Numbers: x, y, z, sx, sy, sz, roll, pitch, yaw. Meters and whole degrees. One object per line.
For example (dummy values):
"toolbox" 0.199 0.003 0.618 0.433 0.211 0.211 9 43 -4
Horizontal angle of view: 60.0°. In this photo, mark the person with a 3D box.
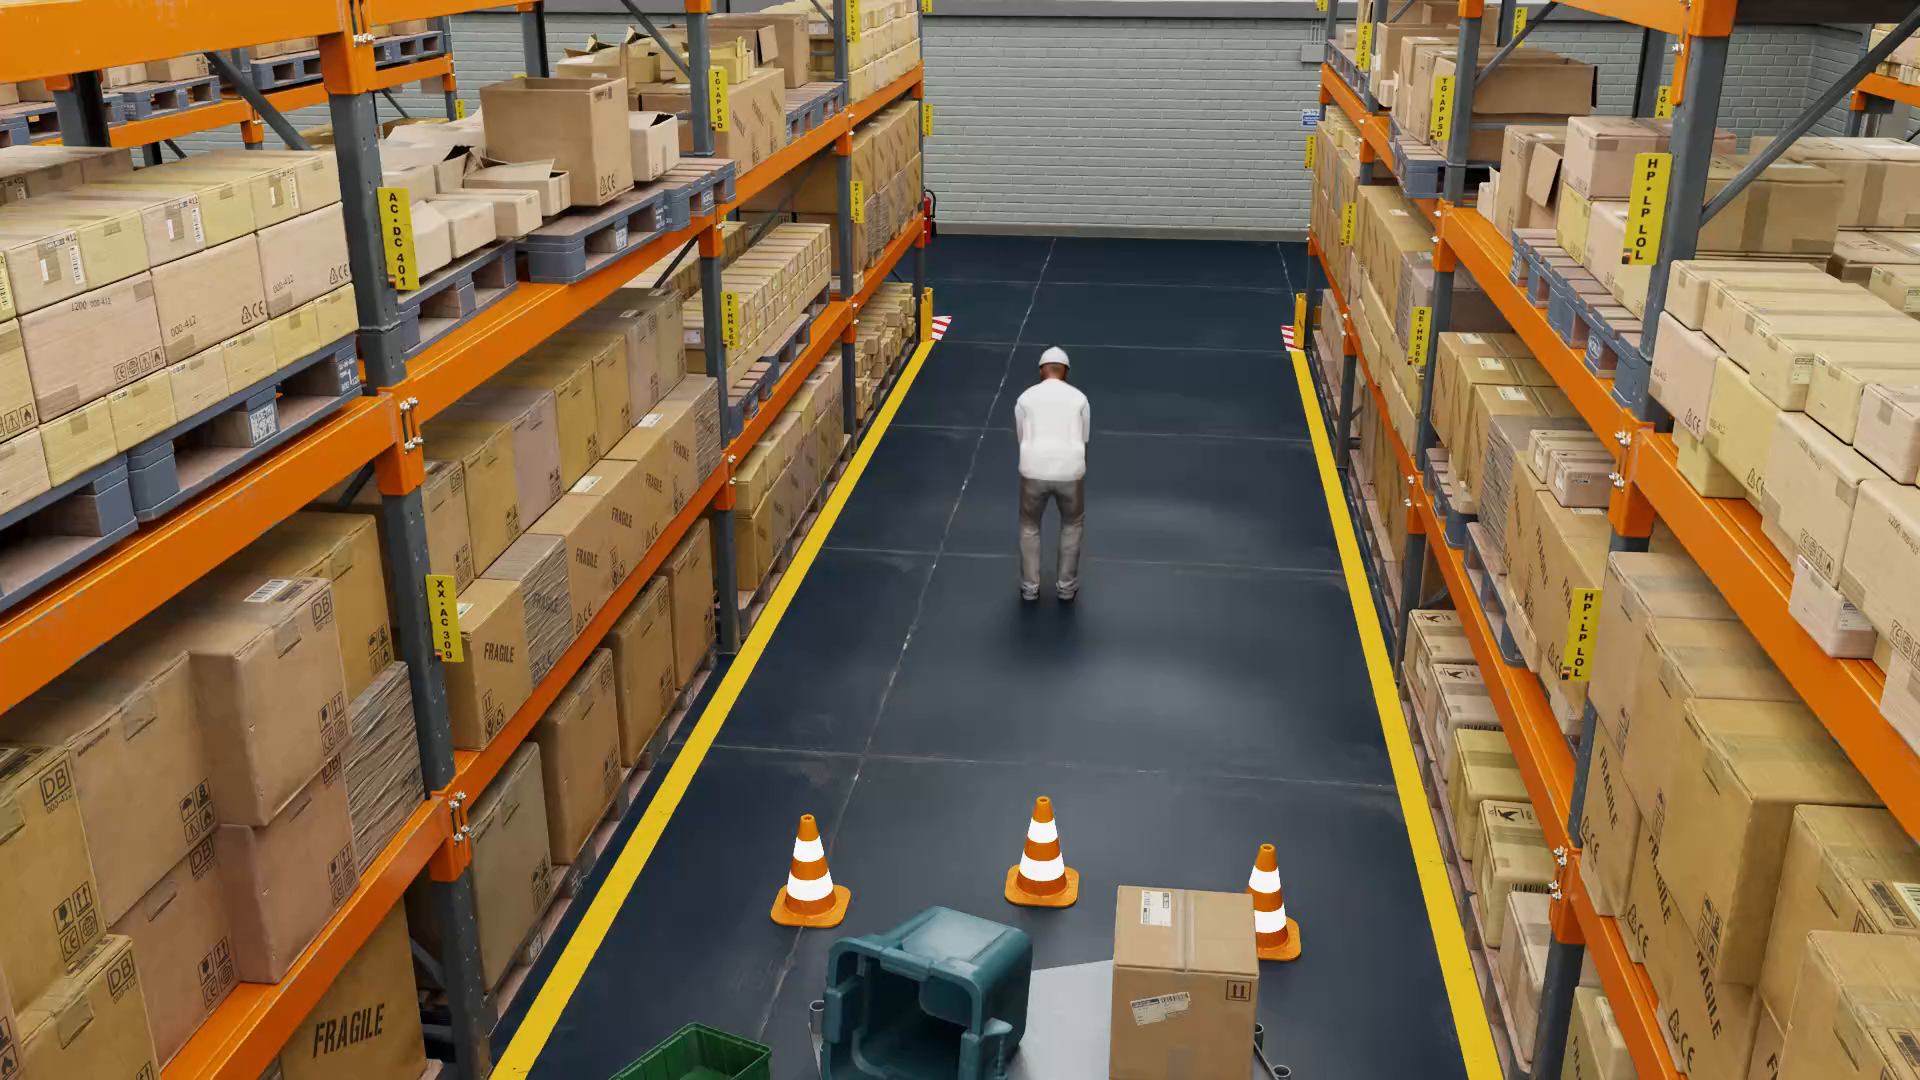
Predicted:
"person" 0.590 -0.486 10.816 0.505 1.763 0.559 2 21 6
